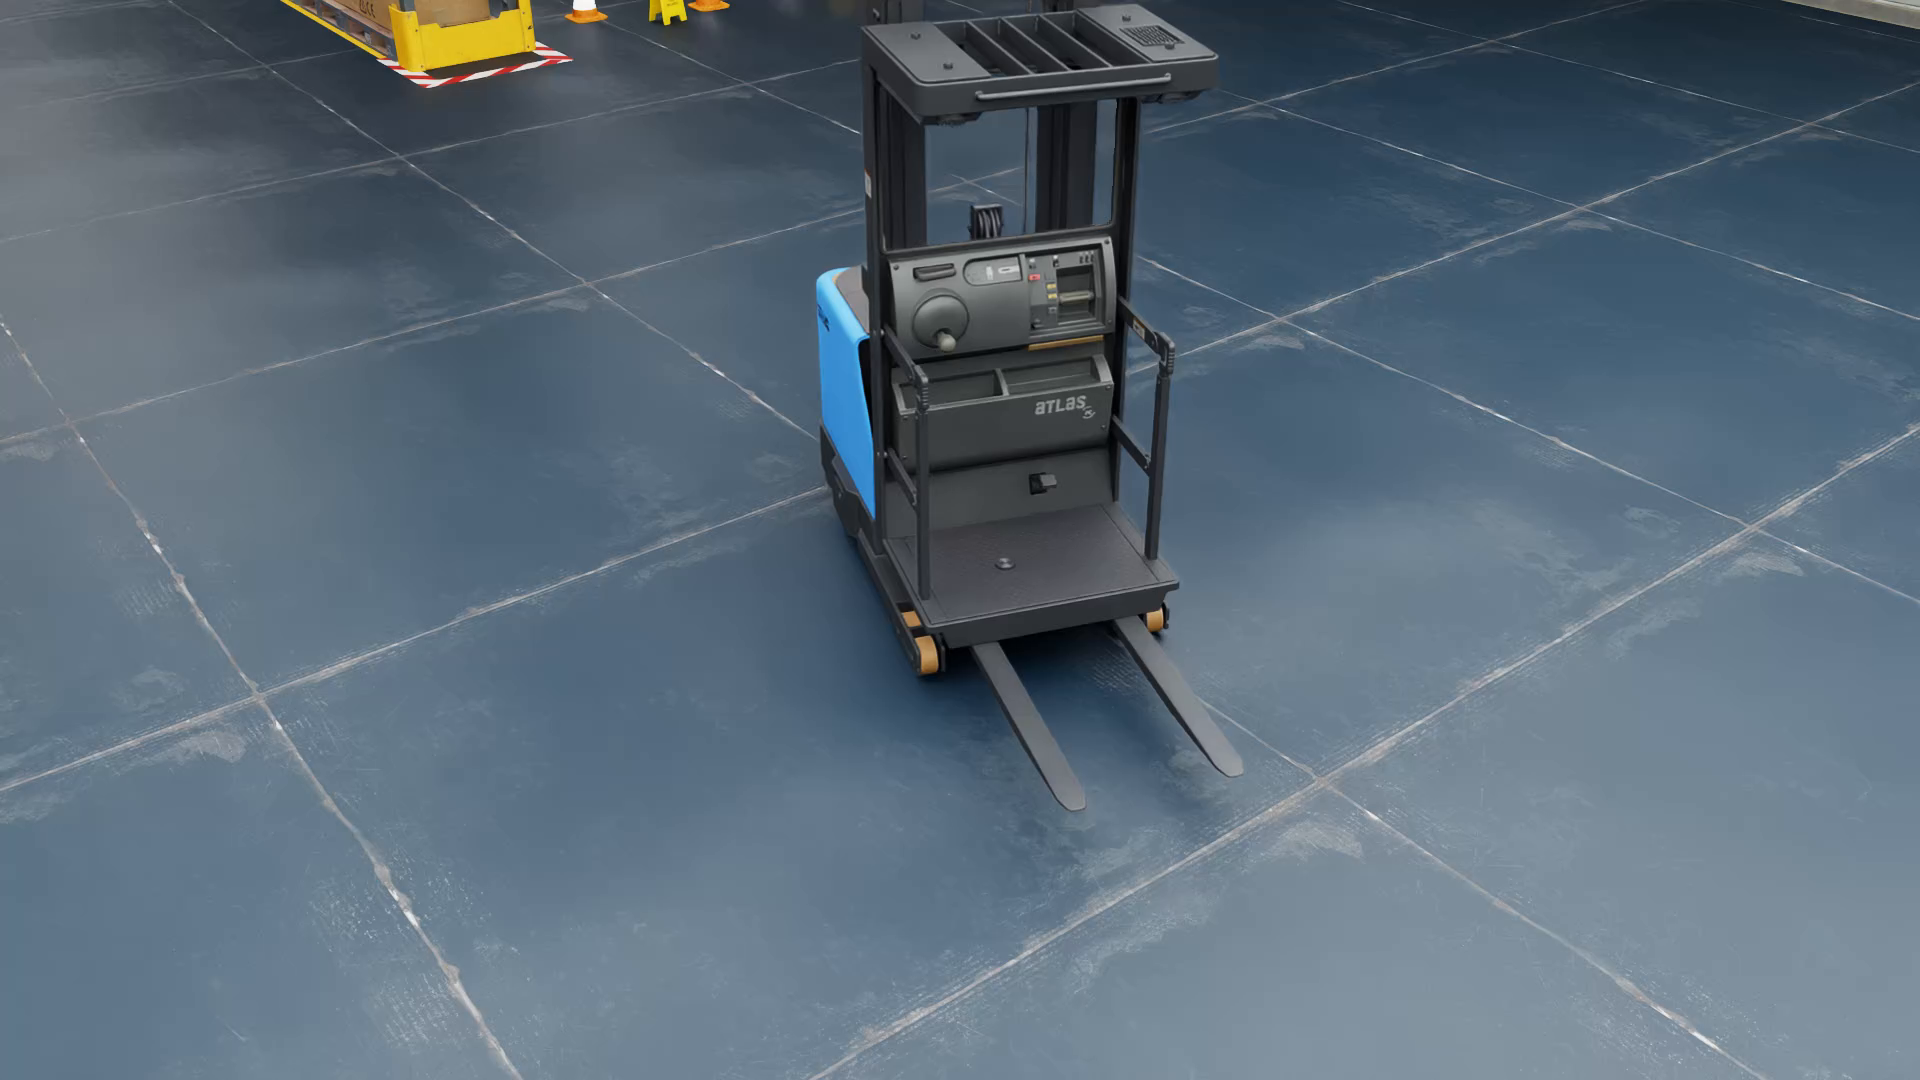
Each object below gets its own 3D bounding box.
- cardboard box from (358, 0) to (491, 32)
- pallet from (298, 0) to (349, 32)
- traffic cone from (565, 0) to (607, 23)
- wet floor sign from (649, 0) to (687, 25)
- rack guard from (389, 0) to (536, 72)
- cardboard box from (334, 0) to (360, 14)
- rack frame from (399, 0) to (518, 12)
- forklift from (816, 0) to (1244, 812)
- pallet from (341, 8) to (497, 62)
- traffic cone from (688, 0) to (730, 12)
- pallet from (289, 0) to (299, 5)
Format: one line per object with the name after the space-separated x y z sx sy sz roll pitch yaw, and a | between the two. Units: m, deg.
-4.788 -5.055 14.661 0.875 0.875 0.875 -22 38 -31 | cardboard box
-5.616 -5.149 15.841 1.003 0.211 1.213 -22 38 -31 | pallet
-3.523 -5.121 15.556 0.336 0.463 0.334 -22 38 -31 | traffic cone
-2.738 -5.146 15.424 0.232 0.644 0.267 26 40 35 | wet floor sign
-4.305 -4.446 14.434 1.175 0.500 0.348 -22 38 -31 | rack guard
-5.329 -5.421 15.251 0.875 0.875 0.875 -23 39 -32 | cardboard box
-4.320 -5.518 13.791 1.000 3.000 0.127 -22 38 -31 | rack frame
0.246 -0.924 6.459 1.130 2.935 3.031 -9 33 -15 | forklift
-4.872 -4.641 15.023 1.003 0.211 1.213 -22 38 -31 | pallet
-2.422 -5.345 15.917 0.336 0.463 0.334 -22 38 -31 | traffic cone
-6.368 -5.658 16.660 1.003 0.211 1.213 -22 38 -31 | pallet
